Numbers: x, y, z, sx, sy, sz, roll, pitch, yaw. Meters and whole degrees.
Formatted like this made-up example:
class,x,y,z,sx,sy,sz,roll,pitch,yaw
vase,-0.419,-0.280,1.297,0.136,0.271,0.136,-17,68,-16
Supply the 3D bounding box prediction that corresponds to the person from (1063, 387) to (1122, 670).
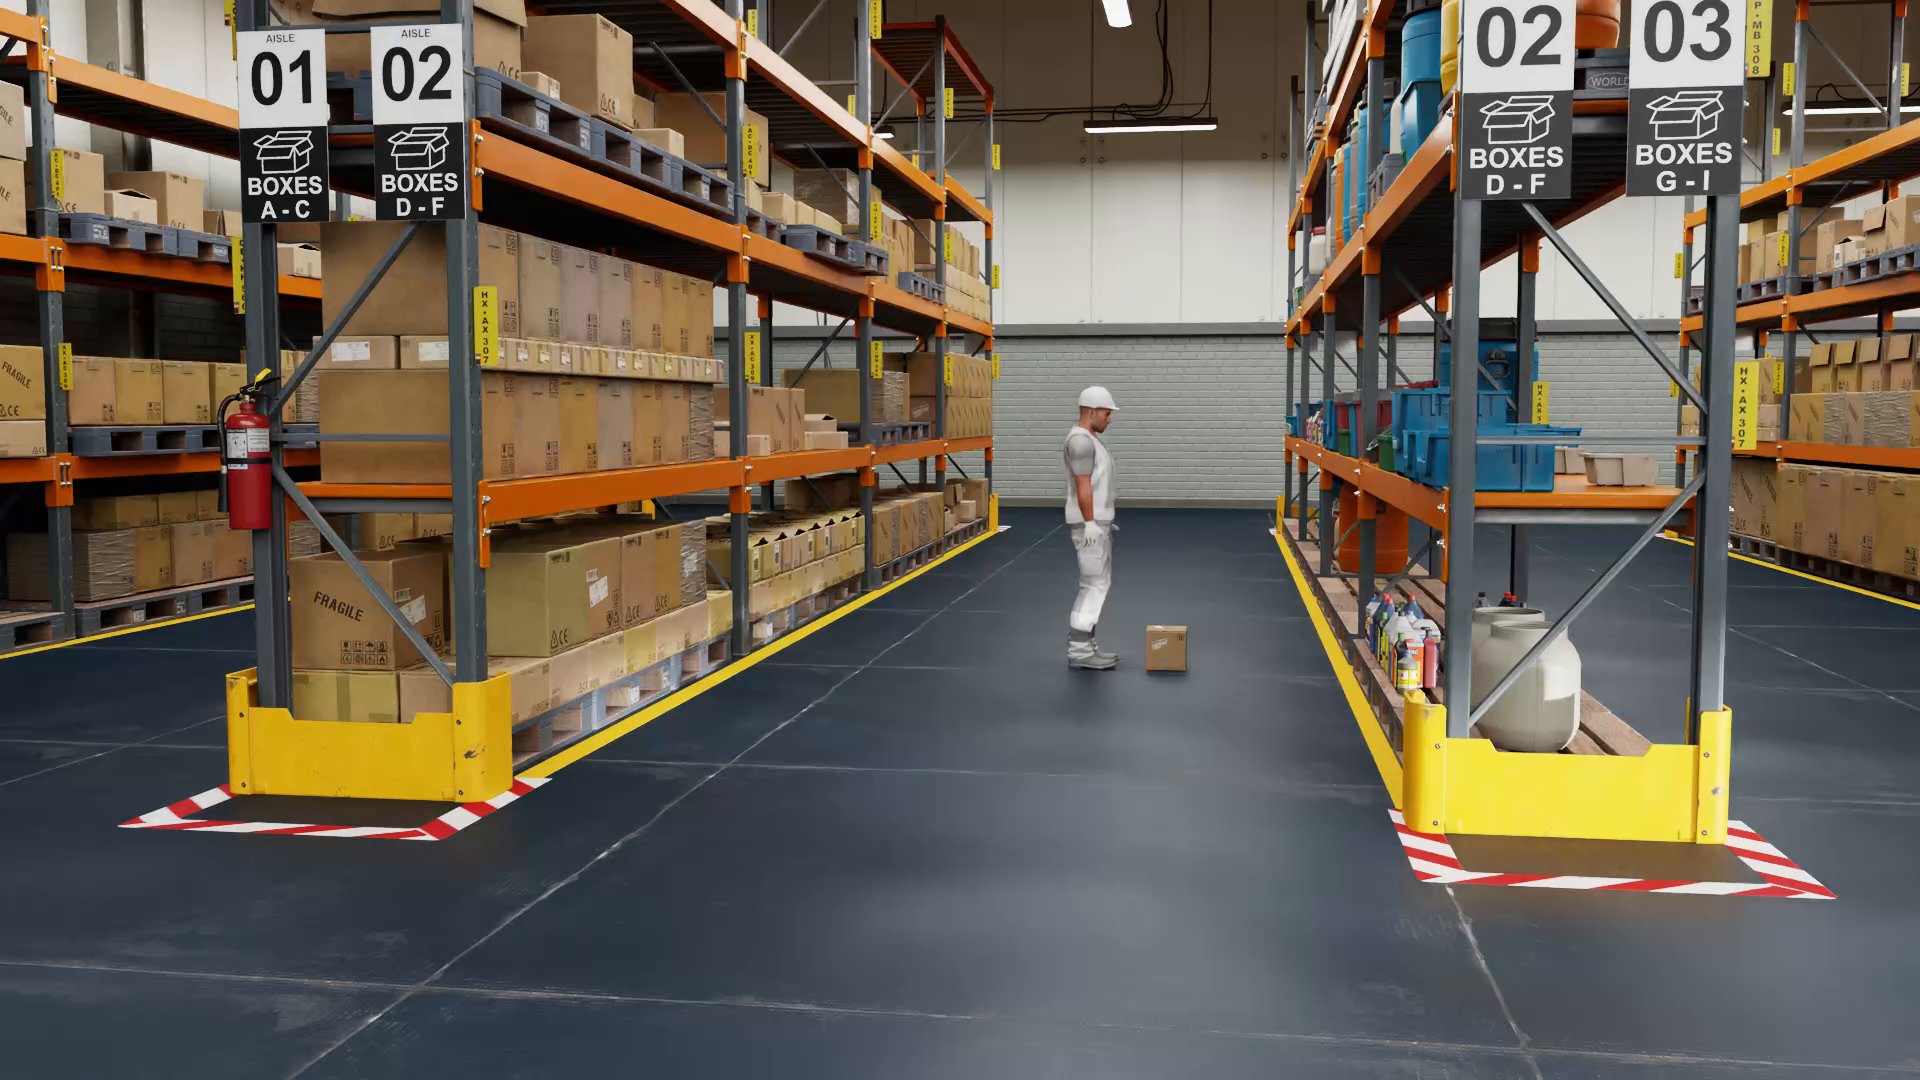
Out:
class,x,y,z,sx,sy,sz,roll,pitch,yaw
person,0.841,-0.084,10.584,0.358,1.776,0.528,1,4,10
